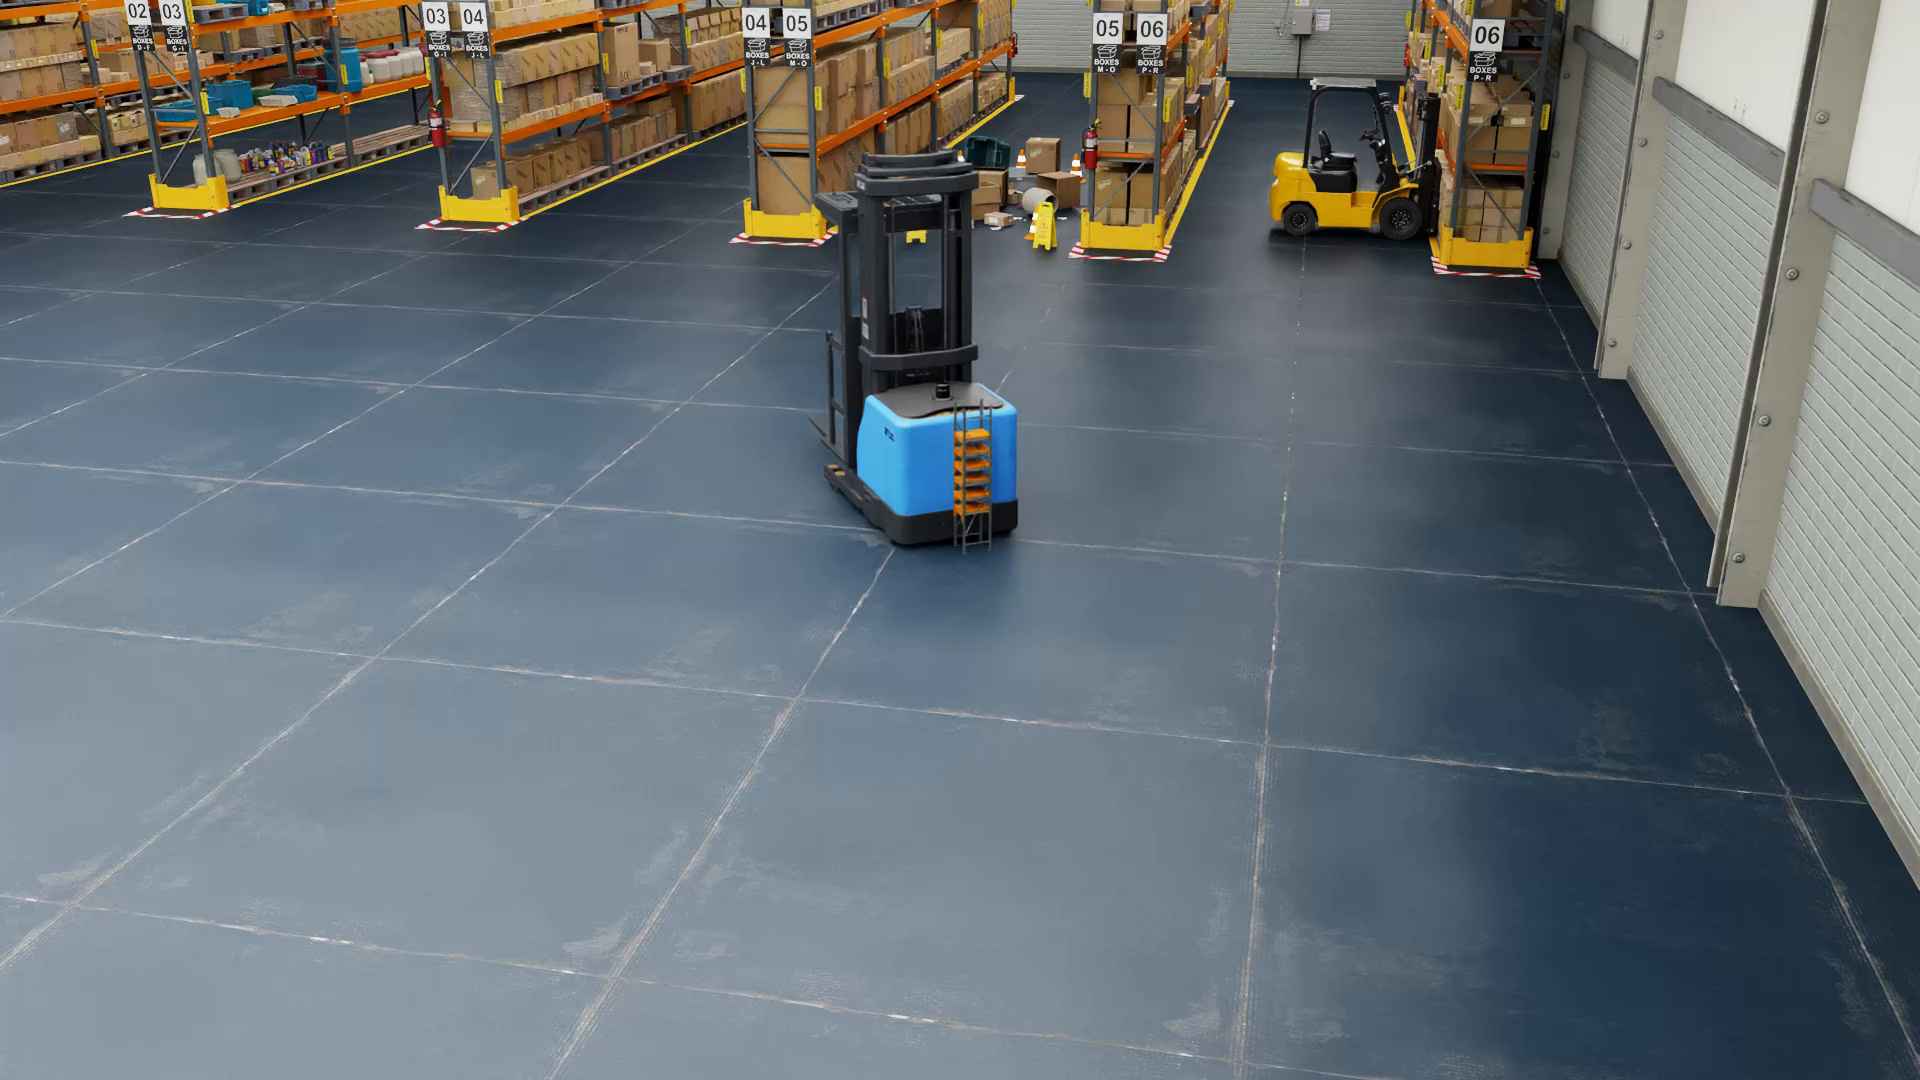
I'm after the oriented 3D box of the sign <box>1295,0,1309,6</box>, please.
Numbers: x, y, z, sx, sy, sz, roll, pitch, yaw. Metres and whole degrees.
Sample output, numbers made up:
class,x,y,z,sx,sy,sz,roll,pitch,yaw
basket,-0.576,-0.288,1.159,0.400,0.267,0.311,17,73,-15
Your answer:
class,x,y,z,sx,sy,sz,roll,pitch,yaw
sign,8.709,-13.721,42.303,0.339,0.242,0.001,4,22,11

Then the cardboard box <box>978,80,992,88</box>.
class,x,y,z,sx,sy,sz,roll,pitch,yaw
cardboard box,0.501,-10.113,36.908,0.380,0.149,0.250,5,22,11

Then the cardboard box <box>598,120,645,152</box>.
class,x,y,z,sx,sy,sz,roll,pitch,yaw
cardboard box,-6.208,-7.420,30.519,0.700,0.500,0.500,3,22,6

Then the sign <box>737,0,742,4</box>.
class,x,y,z,sx,sy,sz,roll,pitch,yaw
sign,-3.093,-7.709,23.384,0.100,0.325,0.005,4,22,11

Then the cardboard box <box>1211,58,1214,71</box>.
class,x,y,z,sx,sy,sz,roll,pitch,yaw
cardboard box,4.801,-9.506,33.142,0.500,0.250,0.500,4,22,10

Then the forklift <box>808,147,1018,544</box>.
class,x,y,z,sx,sy,sz,roll,pitch,yaw
forklift,-0.550,-1.843,14.006,1.130,2.935,3.031,-9,23,-20

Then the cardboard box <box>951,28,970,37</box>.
class,x,y,z,sx,sy,sz,roll,pitch,yaw
cardboard box,-0.007,-10.478,34.333,0.380,0.149,0.250,5,23,13

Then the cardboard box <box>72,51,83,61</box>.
class,x,y,z,sx,sy,sz,roll,pitch,yaw
cardboard box,-16.126,-8.763,30.094,0.380,0.149,0.250,4,22,11

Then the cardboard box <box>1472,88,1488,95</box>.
class,x,y,z,sx,sy,sz,roll,pitch,yaw
cardboard box,7.336,-6.373,23.762,0.380,0.149,0.250,5,22,12

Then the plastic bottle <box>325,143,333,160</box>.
class,x,y,z,sx,sy,sz,roll,pitch,yaw
plastic bottle,-11.207,-6.895,29.506,0.061,0.283,0.133,6,23,14

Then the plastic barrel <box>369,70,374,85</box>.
class,x,y,z,sx,sy,sz,roll,pitch,yaw
plastic barrel,-11.012,-8.560,30.779,0.301,0.262,0.301,0,22,0

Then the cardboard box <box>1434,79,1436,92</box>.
class,x,y,z,sx,sy,sz,roll,pitch,yaw
cardboard box,8.157,-7.562,27.646,0.500,0.250,0.500,5,22,12

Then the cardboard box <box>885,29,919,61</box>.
class,x,y,z,sx,sy,sz,roll,pitch,yaw
cardboard box,-1.135,-8.984,30.174,0.700,0.500,0.500,4,22,10

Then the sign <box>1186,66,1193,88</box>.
class,x,y,z,sx,sy,sz,roll,pitch,yaw
sign,3.651,-7.382,26.509,0.100,0.325,0.005,4,22,11

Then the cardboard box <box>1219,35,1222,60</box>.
class,x,y,z,sx,sy,sz,roll,pitch,yaw
cardboard box,5.209,-10.327,34.846,0.500,0.500,0.500,5,22,11

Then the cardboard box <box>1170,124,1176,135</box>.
class,x,y,z,sx,sy,sz,roll,pitch,yaw
cardboard box,3.048,-6.202,25.074,0.380,0.149,0.250,5,22,11

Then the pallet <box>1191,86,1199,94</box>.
class,x,y,z,sx,sy,sz,roll,pitch,yaw
pallet,3.570,-7.666,28.630,1.003,0.211,1.213,4,22,11

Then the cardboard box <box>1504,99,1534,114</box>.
class,x,y,z,sx,sy,sz,roll,pitch,yaw
cardboard box,7.555,-5.864,22.497,0.380,0.149,0.250,5,23,13

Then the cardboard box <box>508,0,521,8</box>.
class,x,y,z,sx,sy,sz,roll,pitch,yaw
cardboard box,-6.913,-8.185,25.313,0.380,0.149,0.250,5,23,13

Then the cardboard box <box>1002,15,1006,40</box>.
class,x,y,z,sx,sy,sz,roll,pitch,yaw
cardboard box,0.750,-11.561,37.511,0.500,0.500,0.500,4,22,10

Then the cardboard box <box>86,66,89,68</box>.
class,x,y,z,sx,sy,sz,roll,pitch,yaw
cardboard box,-16.281,-8.804,31.379,0.396,0.266,0.258,4,22,10

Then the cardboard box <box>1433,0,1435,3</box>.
class,x,y,z,sx,sy,sz,roll,pitch,yaw
cardboard box,8.661,-9.633,29.443,0.500,0.250,0.500,4,22,9

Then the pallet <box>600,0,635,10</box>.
class,x,y,z,sx,sy,sz,roll,pitch,yaw
pallet,-6.353,-9.297,28.658,1.213,0.211,1.003,4,22,11

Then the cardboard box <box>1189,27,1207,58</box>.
class,x,y,z,sx,sy,sz,roll,pitch,yaw
cardboard box,4.274,-9.154,30.595,0.500,0.500,0.500,4,22,9

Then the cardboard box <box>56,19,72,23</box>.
class,x,y,z,sx,sy,sz,roll,pitch,yaw
cardboard box,-19.747,-11.094,36.327,0.500,0.500,0.500,4,22,11

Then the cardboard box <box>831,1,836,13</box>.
class,x,y,z,sx,sy,sz,roll,pitch,yaw
cardboard box,-2.027,-7.791,24.309,0.380,0.149,0.250,5,22,11

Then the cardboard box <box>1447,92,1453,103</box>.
class,x,y,z,sx,sy,sz,roll,pitch,yaw
cardboard box,7.400,-6.520,24.526,0.380,0.149,0.250,4,22,10

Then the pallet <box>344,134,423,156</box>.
class,x,y,z,sx,sy,sz,roll,pitch,yaw
pallet,-11.063,-7.596,31.933,1.003,0.211,1.213,4,22,11

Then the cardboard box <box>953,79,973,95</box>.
class,x,y,z,sx,sy,sz,roll,pitch,yaw
cardboard box,-0.020,-9.377,34.401,0.500,0.250,0.500,4,22,9

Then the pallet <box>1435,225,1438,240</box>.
class,x,y,z,sx,sy,sz,roll,pitch,yaw
pallet,7.528,-4.614,24.526,1.003,0.211,1.213,4,22,11

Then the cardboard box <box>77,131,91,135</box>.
class,x,y,z,sx,sy,sz,roll,pitch,yaw
cardboard box,-16.480,-7.624,31.388,0.500,0.250,0.500,4,22,10

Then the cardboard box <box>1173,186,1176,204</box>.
class,x,y,z,sx,sy,sz,roll,pitch,yaw
cardboard box,3.053,-5.321,25.668,0.500,0.250,0.500,5,22,12

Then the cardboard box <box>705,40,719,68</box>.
class,x,y,z,sx,sy,sz,roll,pitch,yaw
cardboard box,-5.198,-9.817,33.581,0.500,0.500,0.500,4,22,10

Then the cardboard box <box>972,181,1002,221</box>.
class,x,y,z,sx,sy,sz,roll,pitch,yaw
cardboard box,0.182,-5.234,25.675,0.797,0.503,0.637,-11,25,-26

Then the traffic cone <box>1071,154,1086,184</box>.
class,x,y,z,sx,sy,sz,roll,pitch,yaw
traffic cone,2.001,-6.403,28.632,0.336,0.463,0.334,4,22,11

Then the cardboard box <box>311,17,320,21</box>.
class,x,y,z,sx,sy,sz,roll,pitch,yaw
cardboard box,-14.798,-12.172,38.089,0.500,0.500,0.500,5,22,11

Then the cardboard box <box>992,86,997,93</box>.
class,x,y,z,sx,sy,sz,roll,pitch,yaw
cardboard box,0.604,-10.071,37.200,0.380,0.149,0.250,6,23,14

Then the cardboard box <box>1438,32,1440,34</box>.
class,x,y,z,sx,sy,sz,roll,pitch,yaw
cardboard box,10.593,-10.911,36.232,0.500,0.250,0.500,5,22,12

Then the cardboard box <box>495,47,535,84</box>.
class,x,y,z,sx,sy,sz,roll,pitch,yaw
cardboard box,-6.912,-7.323,25.650,0.500,0.500,0.500,4,22,11

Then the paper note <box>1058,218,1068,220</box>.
class,x,y,z,sx,sy,sz,roll,pitch,yaw
paper note,1.581,-4.964,25.639,0.142,0.019,0.148,-3,22,-8

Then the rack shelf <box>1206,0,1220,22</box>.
class,x,y,z,sx,sy,sz,roll,pitch,yaw
rack shelf,4.342,-10.271,31.789,1.077,0.370,4.000,4,22,11

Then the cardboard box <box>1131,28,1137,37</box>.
class,x,y,z,sx,sy,sz,roll,pitch,yaw
cardboard box,2.324,-7.259,23.683,0.380,0.149,0.250,5,22,11

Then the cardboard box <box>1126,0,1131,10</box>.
class,x,y,z,sx,sy,sz,roll,pitch,yaw
cardboard box,2.172,-7.439,23.062,0.380,0.149,0.250,5,22,12

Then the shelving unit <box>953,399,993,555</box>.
class,x,y,z,sx,sy,sz,roll,pitch,yaw
shelving unit,0.100,-0.487,12.957,0.258,1.200,0.189,-9,23,-20

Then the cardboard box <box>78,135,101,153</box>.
class,x,y,z,sx,sy,sz,roll,pitch,yaw
cardboard box,-16.161,-7.264,30.494,0.500,0.250,0.500,4,22,11

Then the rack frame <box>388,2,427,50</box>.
class,x,y,z,sx,sy,sz,roll,pitch,yaw
rack frame,-13.832,-12.920,41.418,1.000,3.000,0.127,4,22,11

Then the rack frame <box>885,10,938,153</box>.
class,x,y,z,sx,sy,sz,roll,pitch,yaw
rack frame,-0.932,-8.822,31.244,1.000,3.000,0.127,4,22,11

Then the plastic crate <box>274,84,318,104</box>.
class,x,y,z,sx,sy,sz,roll,pitch,yaw
plastic crate,-11.392,-7.658,28.552,0.499,0.251,0.616,4,22,11

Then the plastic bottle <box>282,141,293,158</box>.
class,x,y,z,sx,sy,sz,roll,pitch,yaw
plastic bottle,-11.862,-6.853,29.311,0.144,0.351,0.185,4,22,11

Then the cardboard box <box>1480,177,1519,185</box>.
class,x,y,z,sx,sy,sz,roll,pitch,yaw
cardboard box,7.544,-4.907,23.302,0.500,0.250,0.500,4,22,11

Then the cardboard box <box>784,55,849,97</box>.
class,x,y,z,sx,sy,sz,roll,pitch,yaw
cardboard box,-2.182,-7.003,25.079,0.875,0.550,0.550,4,22,11

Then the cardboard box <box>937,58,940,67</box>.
class,x,y,z,sx,sy,sz,roll,pitch,yaw
cardboard box,-0.588,-9.147,31.825,0.380,0.149,0.250,6,23,14

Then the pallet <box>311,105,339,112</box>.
class,x,y,z,sx,sy,sz,roll,pitch,yaw
pallet,-14.777,-9.863,37.561,1.003,0.211,1.213,4,22,11

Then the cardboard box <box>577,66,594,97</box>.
class,x,y,z,sx,sy,sz,roll,pitch,yaw
cardboard box,-6.736,-7.799,28.172,0.875,0.500,0.500,4,22,11
